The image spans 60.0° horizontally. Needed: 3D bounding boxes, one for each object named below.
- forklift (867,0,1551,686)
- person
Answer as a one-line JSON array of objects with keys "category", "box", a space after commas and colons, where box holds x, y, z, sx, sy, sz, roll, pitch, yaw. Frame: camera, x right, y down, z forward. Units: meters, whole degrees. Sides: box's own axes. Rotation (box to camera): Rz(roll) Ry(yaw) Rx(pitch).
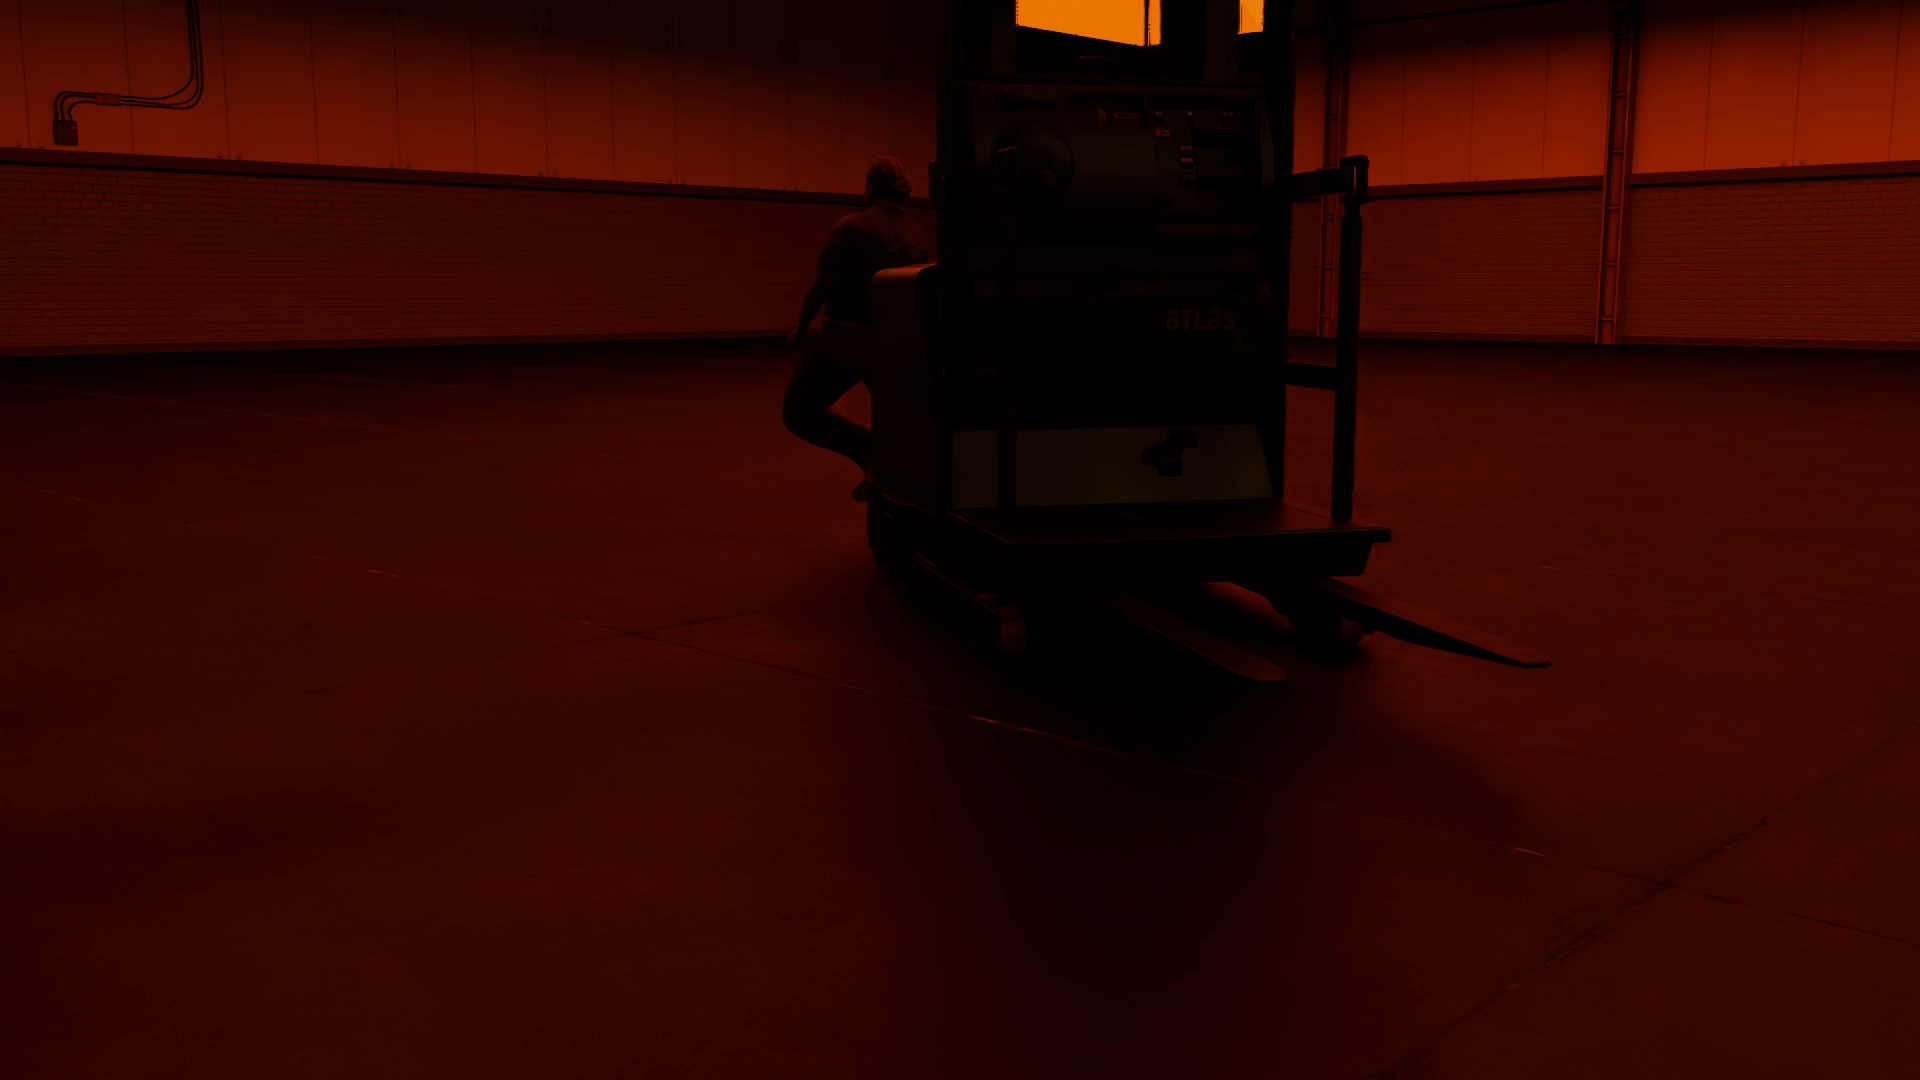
[{"category": "forklift", "box": [0.534, -1.174, 4.672, 1.130, 2.935, 3.031, -2, 9, -15]}, {"category": "person", "box": [-0.366, -0.791, 6.840, 0.724, 1.522, 0.626, -5, 10, -29]}]
